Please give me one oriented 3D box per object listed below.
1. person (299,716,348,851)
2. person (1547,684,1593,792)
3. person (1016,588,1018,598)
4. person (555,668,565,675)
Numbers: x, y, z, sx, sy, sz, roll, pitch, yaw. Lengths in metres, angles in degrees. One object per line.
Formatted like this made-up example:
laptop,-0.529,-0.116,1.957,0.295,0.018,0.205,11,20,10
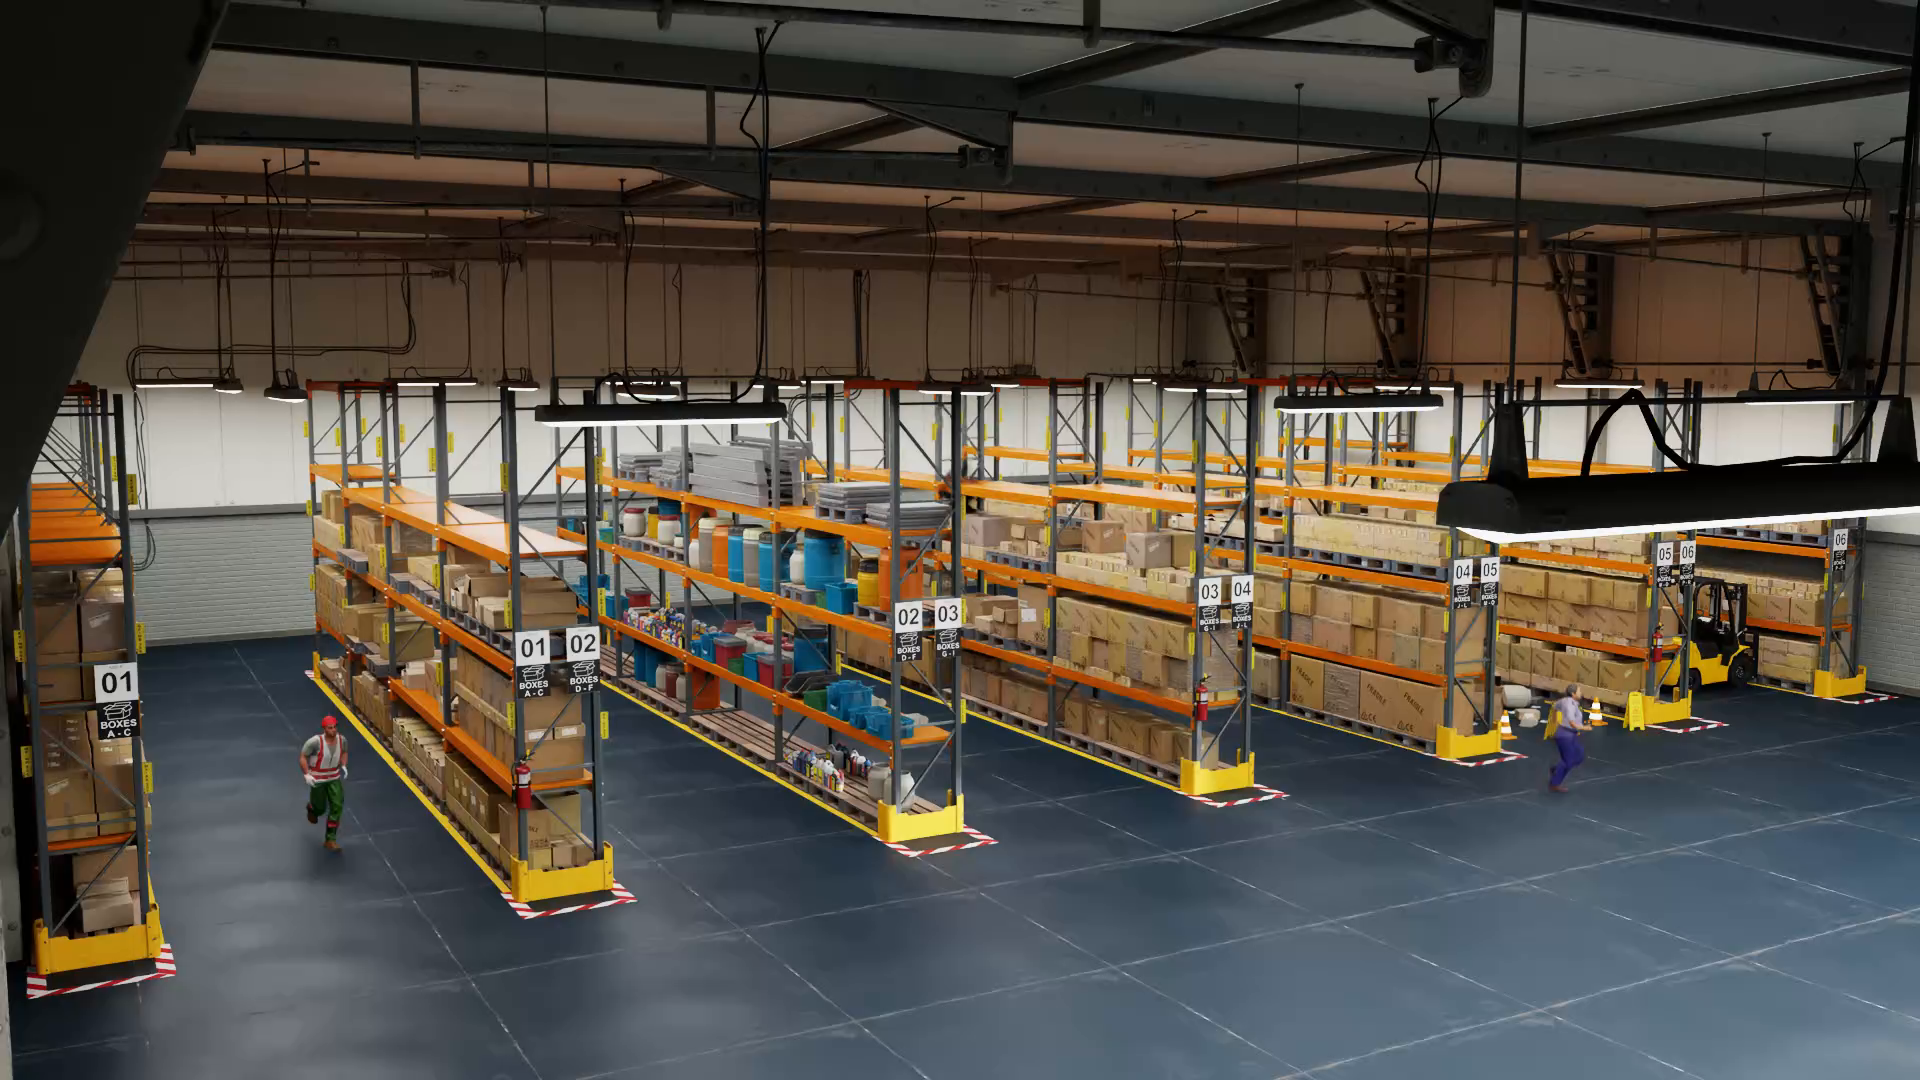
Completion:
person,-8.374,3.156,21.905,0.662,1.759,0.895,-6,8,-43
person,9.033,2.919,24.595,0.601,1.611,0.585,2,6,15
person,1.721,0.944,43.057,0.895,1.688,0.588,-3,7,-24
person,-7.226,2.209,30.423,0.654,1.835,0.735,-4,8,-36
